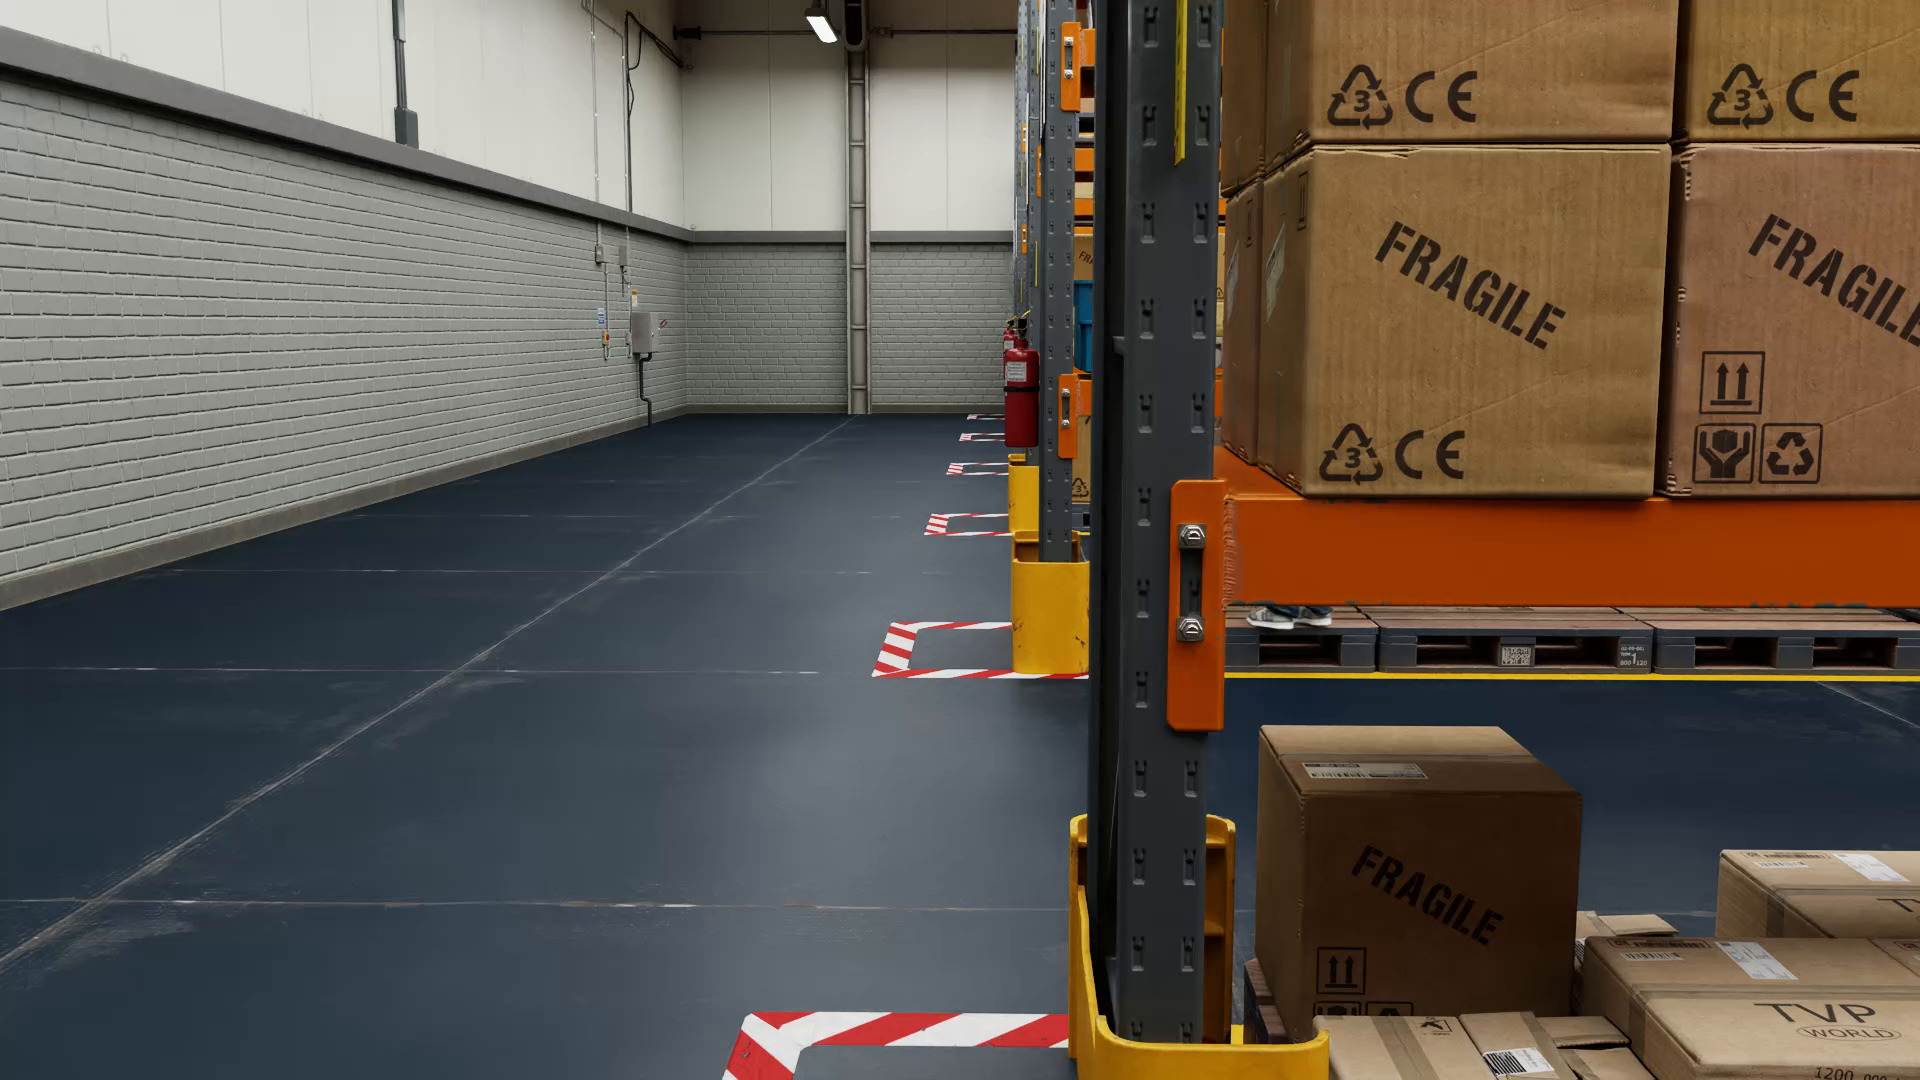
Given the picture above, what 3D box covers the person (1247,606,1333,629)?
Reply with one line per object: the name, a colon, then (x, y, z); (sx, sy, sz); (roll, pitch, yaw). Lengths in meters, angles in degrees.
person: (1.436, -0.413, 7.358); (0.425, 1.596, 0.490); (-4, 8, -26)
